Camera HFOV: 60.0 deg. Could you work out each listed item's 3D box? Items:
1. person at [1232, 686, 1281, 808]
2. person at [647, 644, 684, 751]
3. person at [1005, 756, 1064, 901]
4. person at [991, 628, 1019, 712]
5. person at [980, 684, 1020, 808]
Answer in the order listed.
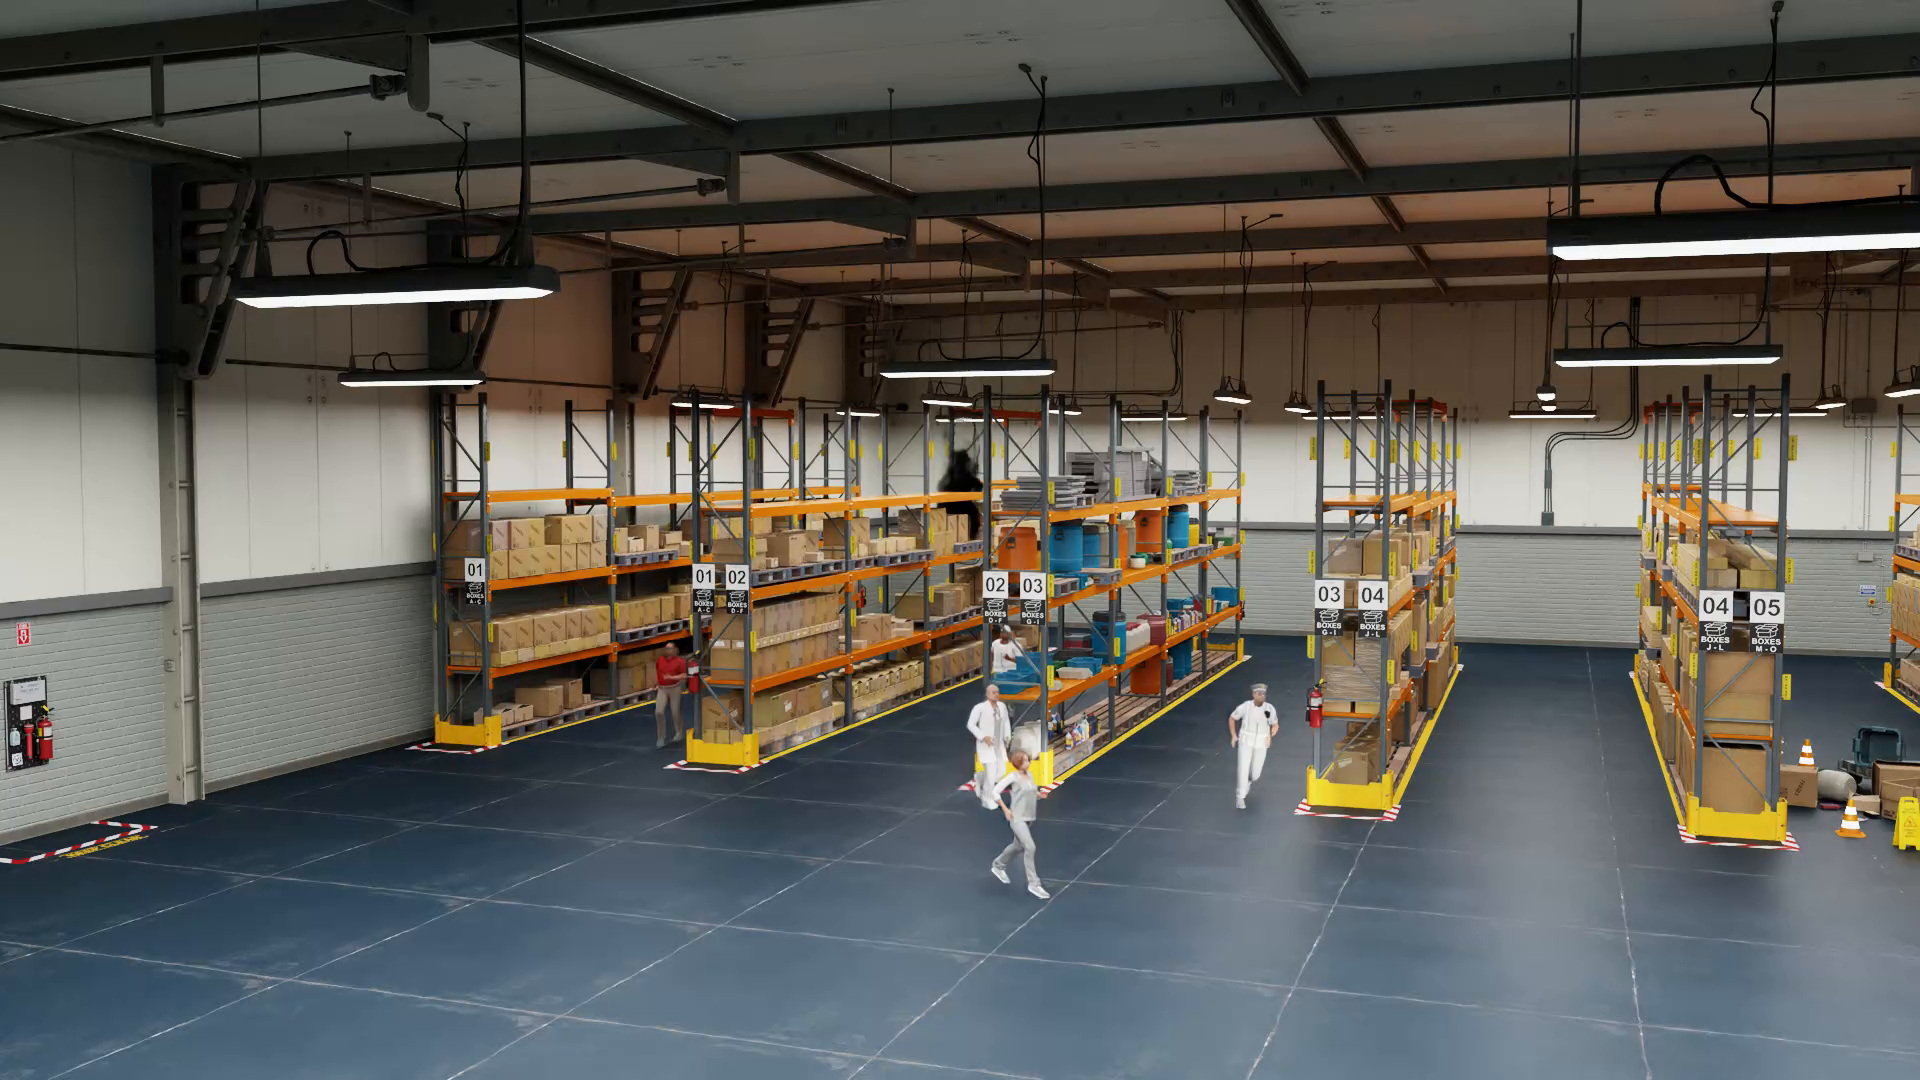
[{"bbox_3d":[4.192,2.905,23.411,0.714,1.722,0.535,0,3,-2],"label":"person"},{"bbox_3d":[-4.994,2.639,28.215,0.670,1.746,0.867,1,3,10],"label":"person"},{"bbox_3d":[0.816,3.211,18.667,0.832,1.571,0.547,2,4,36],"label":"person"},{"bbox_3d":[0.761,2.473,30.503,0.705,1.745,0.988,1,3,15],"label":"person"},{"bbox_3d":[0.604,2.891,23.246,0.746,1.748,0.706,-2,4,-36],"label":"person"}]
